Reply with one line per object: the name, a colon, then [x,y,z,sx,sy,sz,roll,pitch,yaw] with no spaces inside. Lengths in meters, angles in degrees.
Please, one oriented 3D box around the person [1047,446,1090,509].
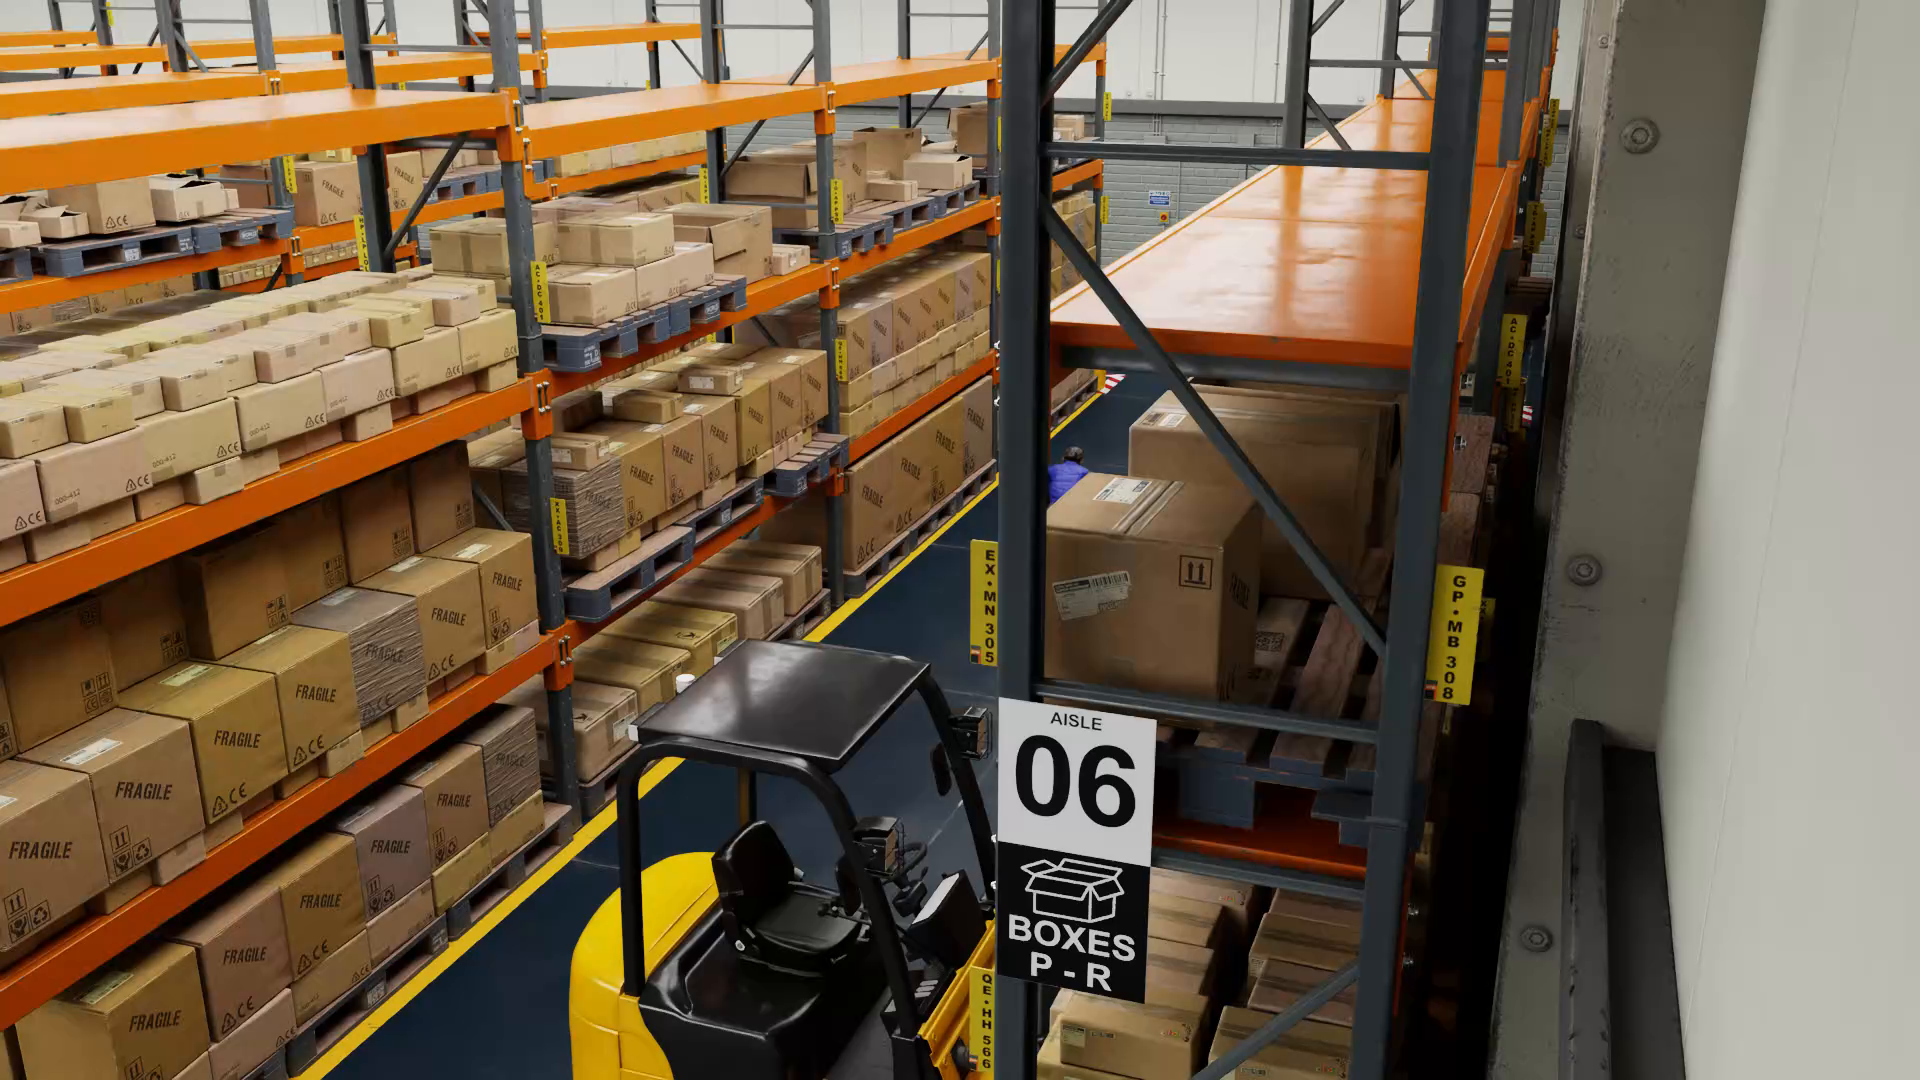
person: [0.889,-0.180,13.969,0.494,1.106,0.748,6,20,18]
